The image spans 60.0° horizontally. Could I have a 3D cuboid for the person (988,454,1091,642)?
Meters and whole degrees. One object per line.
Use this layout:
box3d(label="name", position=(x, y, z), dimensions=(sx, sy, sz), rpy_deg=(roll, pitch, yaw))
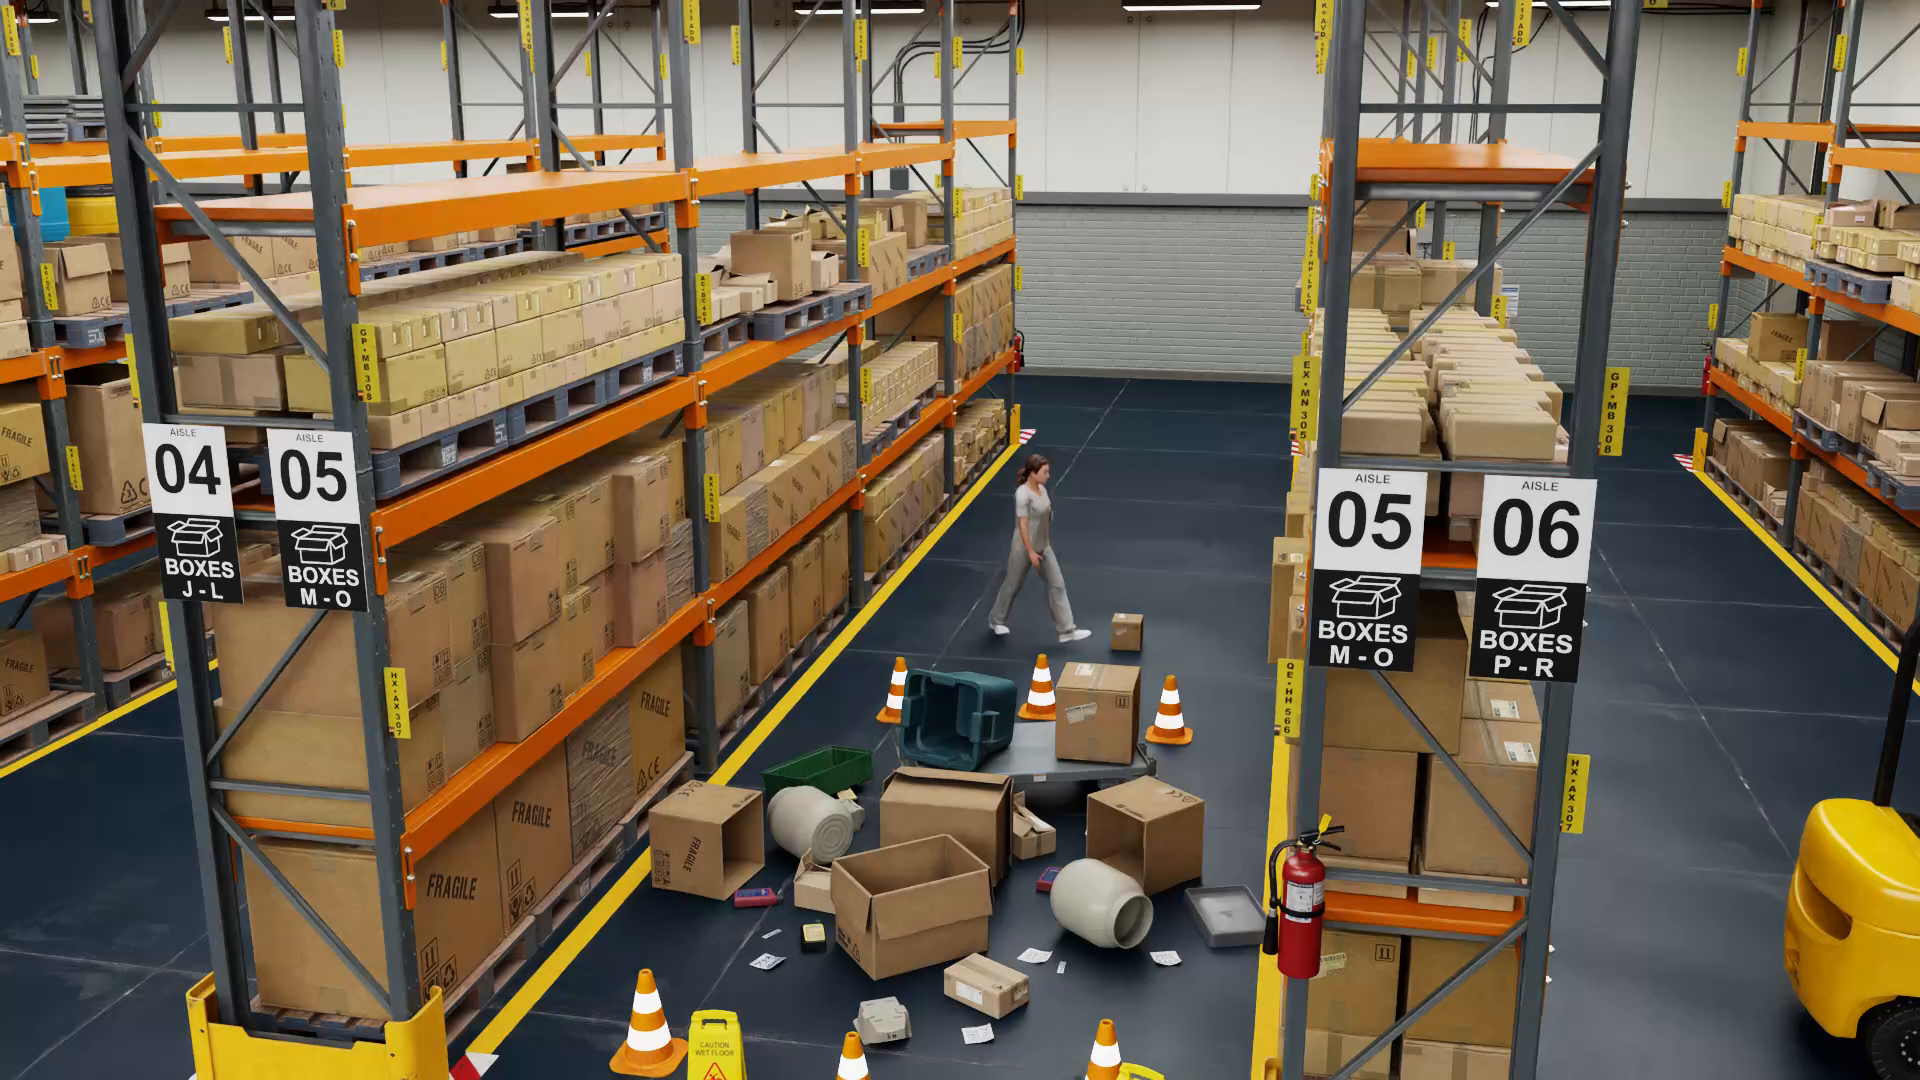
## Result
box3d(label="person", position=(0.648, 0.070, 14.208), dimensions=(0.959, 1.630, 0.436), rpy_deg=(13, 19, 40))
